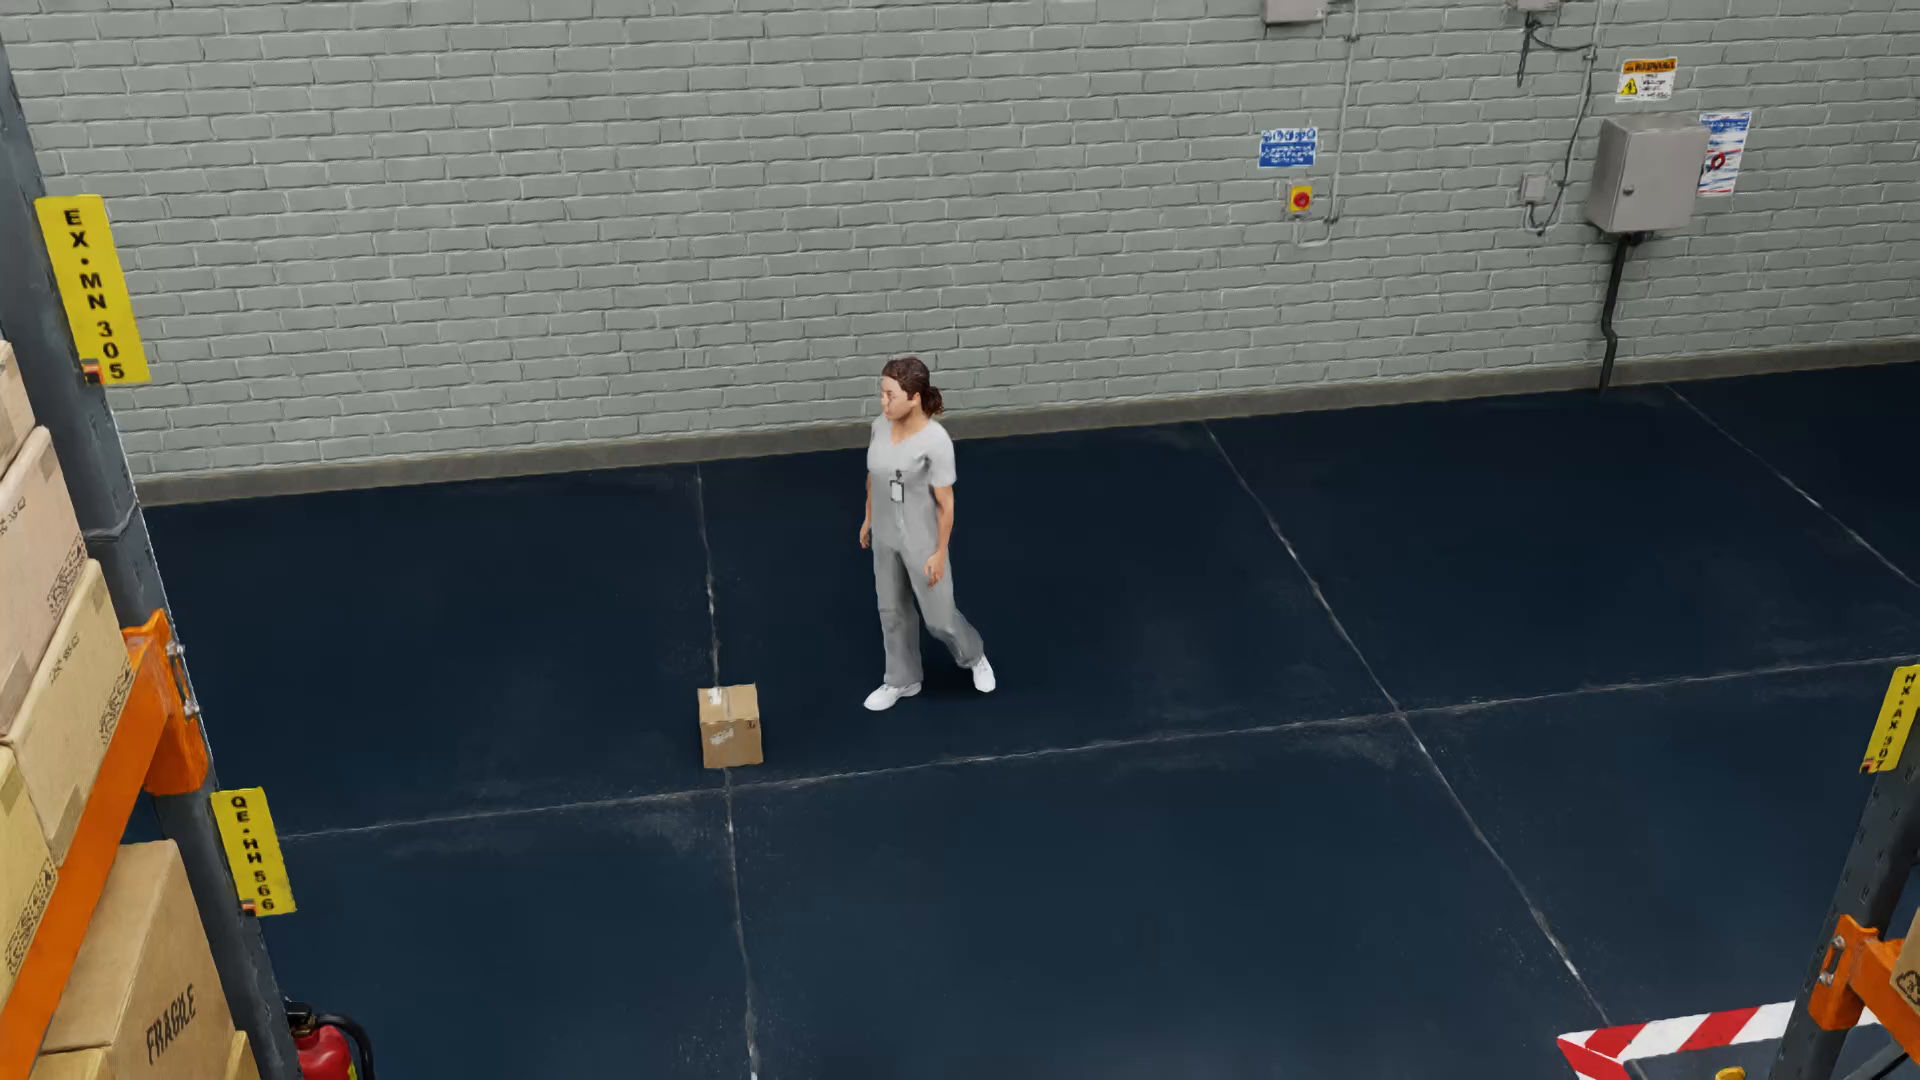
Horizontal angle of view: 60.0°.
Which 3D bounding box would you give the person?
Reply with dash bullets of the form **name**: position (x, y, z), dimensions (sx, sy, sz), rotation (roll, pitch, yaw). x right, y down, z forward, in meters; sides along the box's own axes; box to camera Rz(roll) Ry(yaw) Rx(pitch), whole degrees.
- **person**: position (-0.163, -0.024, 7.167), dimensions (0.575, 1.671, 0.570), rotation (22, 37, 33)
